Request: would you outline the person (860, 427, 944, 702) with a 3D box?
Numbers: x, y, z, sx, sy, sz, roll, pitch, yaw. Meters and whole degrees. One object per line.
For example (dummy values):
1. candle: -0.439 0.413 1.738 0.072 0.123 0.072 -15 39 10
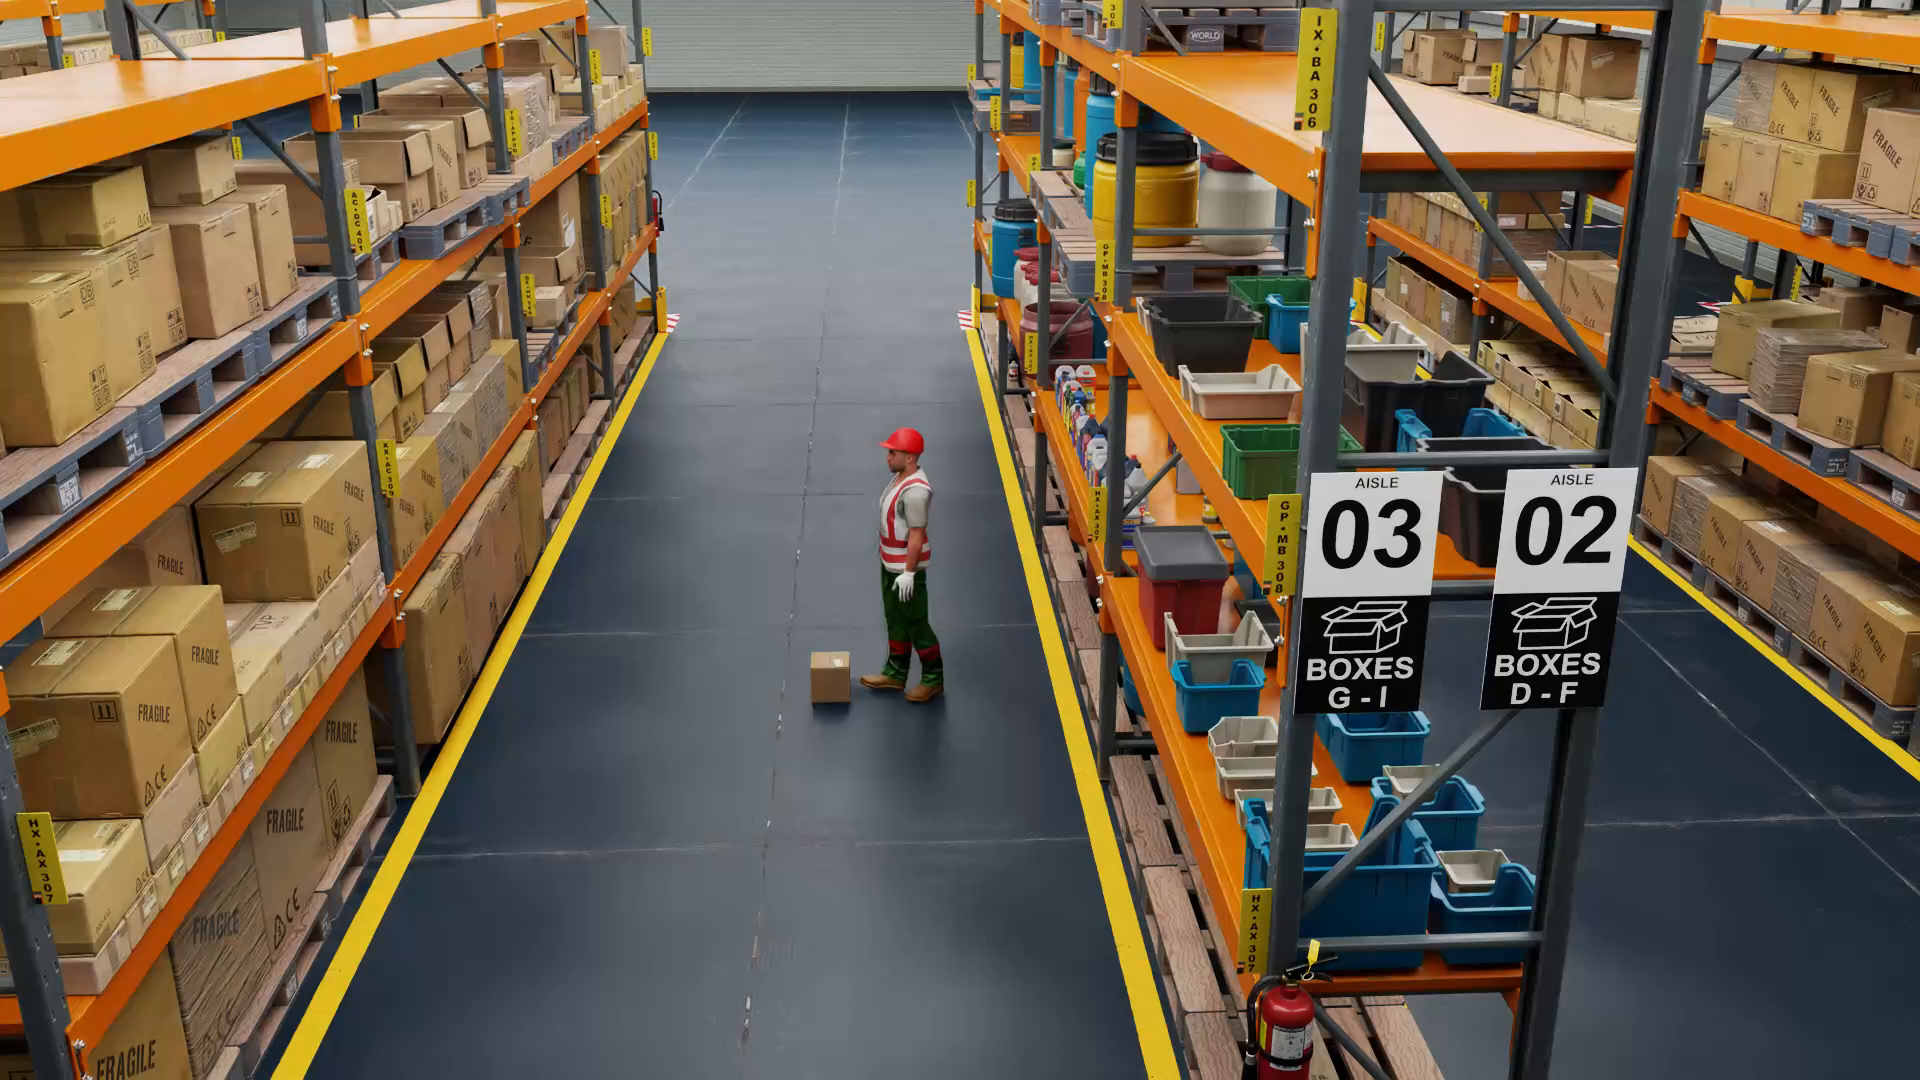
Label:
1. person: -0.374 0.162 10.584 0.516 1.798 0.585 -5 21 -14
